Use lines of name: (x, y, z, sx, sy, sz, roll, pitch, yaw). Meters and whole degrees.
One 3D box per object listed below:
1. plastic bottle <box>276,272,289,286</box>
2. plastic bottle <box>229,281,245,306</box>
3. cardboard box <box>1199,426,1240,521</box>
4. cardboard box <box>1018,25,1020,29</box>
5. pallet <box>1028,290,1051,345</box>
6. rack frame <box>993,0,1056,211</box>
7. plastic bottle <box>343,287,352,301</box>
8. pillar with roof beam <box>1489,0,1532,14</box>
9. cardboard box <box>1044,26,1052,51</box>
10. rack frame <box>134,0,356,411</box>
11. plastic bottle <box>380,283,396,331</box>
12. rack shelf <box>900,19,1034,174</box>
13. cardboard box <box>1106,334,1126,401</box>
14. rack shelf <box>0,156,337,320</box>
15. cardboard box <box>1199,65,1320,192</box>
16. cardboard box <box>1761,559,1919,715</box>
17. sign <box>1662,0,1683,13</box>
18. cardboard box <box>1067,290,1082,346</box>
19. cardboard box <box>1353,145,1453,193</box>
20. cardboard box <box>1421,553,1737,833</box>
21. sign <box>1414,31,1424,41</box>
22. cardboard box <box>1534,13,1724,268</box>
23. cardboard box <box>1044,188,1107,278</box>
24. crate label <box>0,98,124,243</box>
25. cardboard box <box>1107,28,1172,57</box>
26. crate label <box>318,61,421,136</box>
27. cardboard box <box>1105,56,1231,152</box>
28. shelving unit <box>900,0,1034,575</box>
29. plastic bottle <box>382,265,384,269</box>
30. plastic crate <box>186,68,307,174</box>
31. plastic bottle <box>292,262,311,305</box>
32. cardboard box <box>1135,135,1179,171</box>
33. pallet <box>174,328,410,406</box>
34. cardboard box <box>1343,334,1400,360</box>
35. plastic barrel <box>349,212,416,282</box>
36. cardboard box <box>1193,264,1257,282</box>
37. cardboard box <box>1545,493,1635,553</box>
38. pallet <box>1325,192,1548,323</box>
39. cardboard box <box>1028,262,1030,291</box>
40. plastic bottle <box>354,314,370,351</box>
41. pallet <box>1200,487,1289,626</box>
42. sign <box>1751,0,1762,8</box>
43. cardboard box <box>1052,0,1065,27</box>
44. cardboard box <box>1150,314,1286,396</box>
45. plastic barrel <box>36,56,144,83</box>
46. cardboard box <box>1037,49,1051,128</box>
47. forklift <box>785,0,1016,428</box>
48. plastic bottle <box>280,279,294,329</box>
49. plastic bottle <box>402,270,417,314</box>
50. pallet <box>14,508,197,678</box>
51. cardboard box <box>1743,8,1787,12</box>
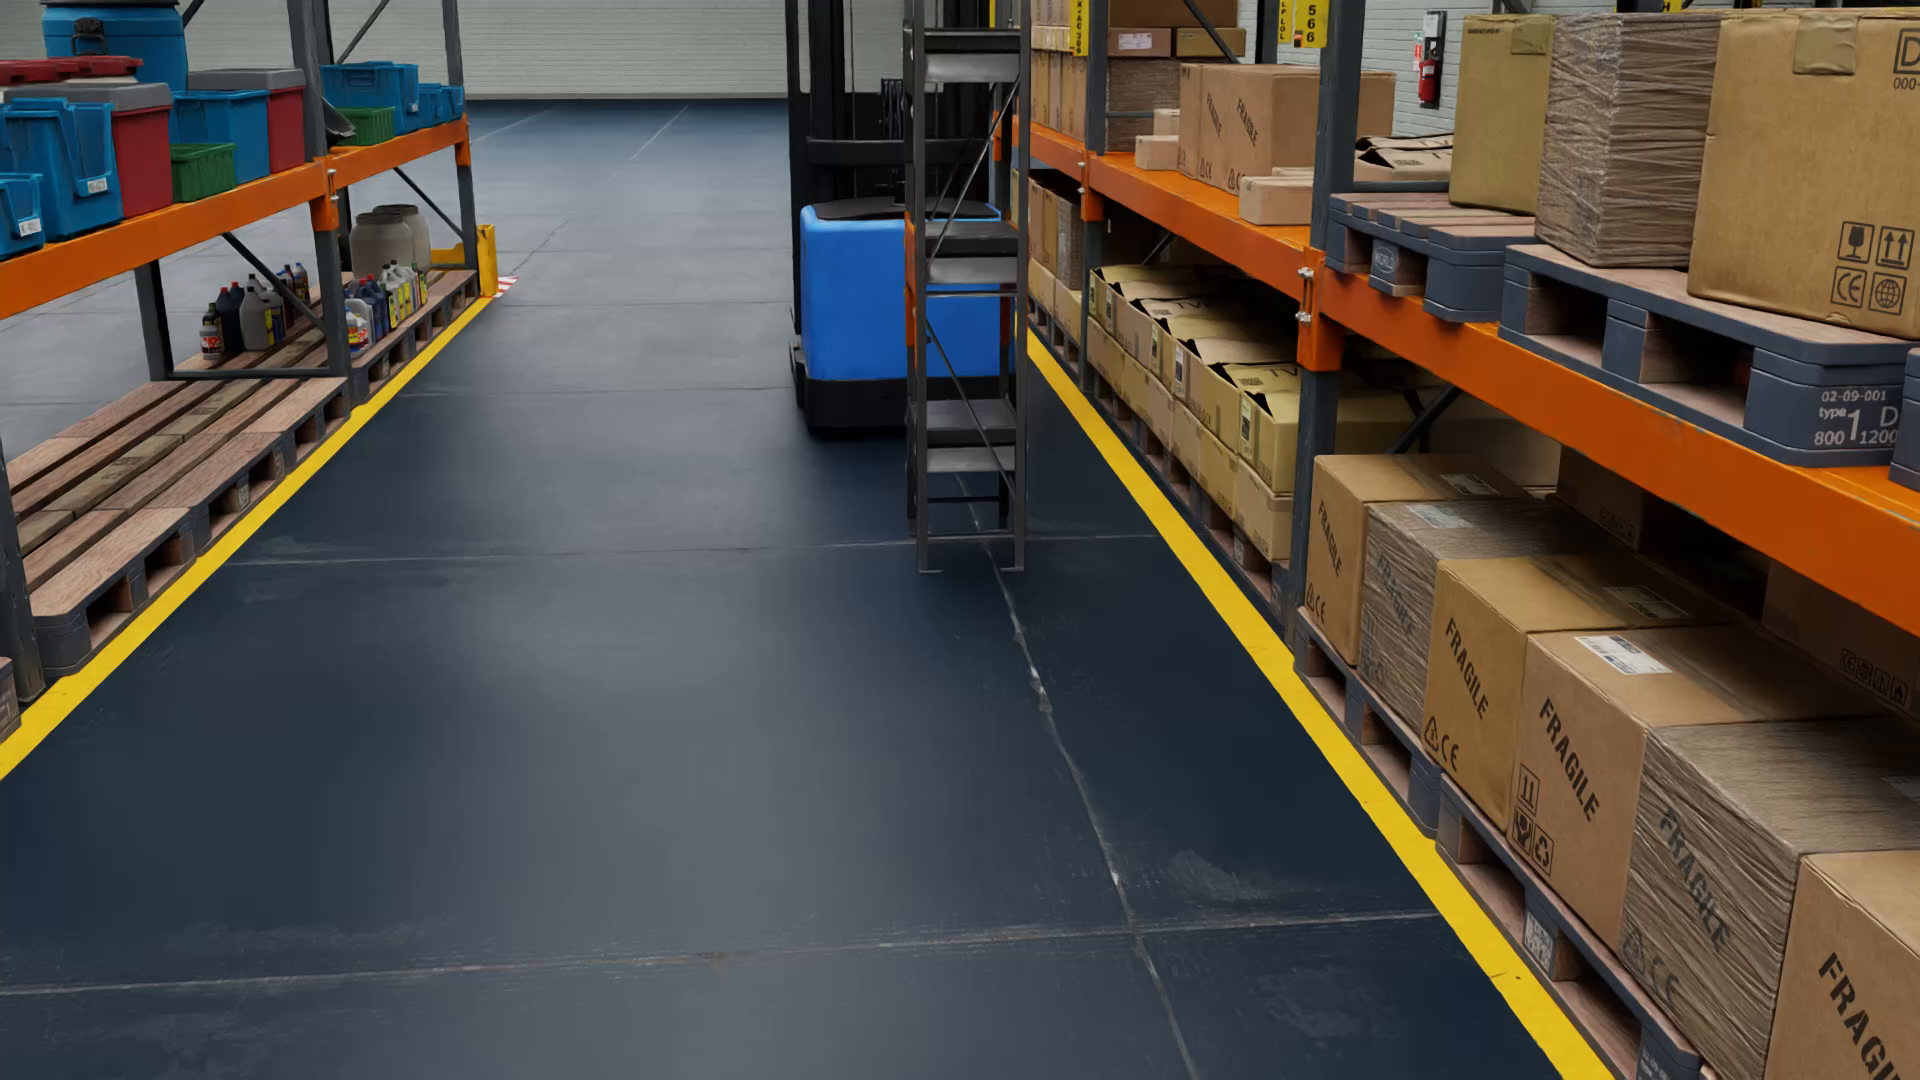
plastic bottle: (-4.241, -1.539, 10.390, 0.097, 0.271, 0.097, 0, 17, 0)
plastic bottle: (-4.124, -1.307, 9.519, 0.144, 0.351, 0.185, -3, 18, -8)
cardboard box: (1.235, -0.272, 6.424, 0.500, 0.250, 0.500, -2, 18, -6)
cardboard box: (0.620, -3.619, 11.947, 0.380, 0.149, 0.250, -2, 18, -7)
pallet: (1.007, -1.544, 11.244, 1.003, 0.211, 1.213, -2, 18, -6)
rack frame: (0.764, -3.464, 12.703, 1.000, 3.000, 0.127, -2, 18, -6)
plastic bottle: (-3.565, -1.315, 9.547, 0.144, 0.351, 0.185, -2, 18, -6)
pillar with roof beam: (1.722, -7.953, 16.986, 9.100, 9.000, 0.400, -2, 18, -6)
cardboard box: (0.748, -3.240, 10.738, 0.380, 0.149, 0.250, -2, 18, -5)
rack frame: (-3.751, -2.120, 8.423, 1.000, 3.000, 0.127, -2, 18, -6)
plastic bottle: (-3.417, -1.394, 9.911, 0.061, 0.283, 0.133, -1, 17, -3)
rack shelf: (0.017, -1.607, 6.000, 0.431, 0.518, 0.480, -2, 18, -6)
cardboard box: (1.023, -0.881, 8.363, 0.500, 0.250, 0.500, -1, 17, -4)
rack shelf: (-3.545, -1.181, 6.633, 1.077, 0.370, 4.000, -2, 18, -6)
cardboard box: (1.345, -1.784, 7.186, 0.500, 0.500, 0.500, -2, 18, -6)
cardboard box: (2.038, 0.137, 3.419, 0.500, 0.250, 0.500, -2, 18, -7)
sign: (2.128, -1.615, 5.012, 0.100, 0.325, 0.005, -2, 18, -6)
cardboard box: (0.911, -1.292, 9.674, 0.500, 0.250, 0.500, -2, 18, -6)
cardboard box: (1.595, -1.148, 5.474, 0.500, 0.311, 0.500, -1, 17, -2)
cardboard box: (1.458, 0.352, 3.987, 0.500, 0.500, 0.500, -2, 18, -6)
sign: (5.824, -6.397, 21.103, 0.001, 0.109, 0.331, -2, 18, -6)
cardboard box: (1.670, -0.866, 3.560, 0.700, 0.500, 0.500, 1, 17, 5)
cardboard box: (0.816, -1.948, 10.512, 0.500, 0.500, 0.500, -2, 18, -6)
crate label: (-3.172, -1.250, 5.591, 0.502, 0.435, 0.616, -2, 18, -6)
cardboard box: (0.935, -2.704, 9.032, 0.380, 0.149, 0.250, -2, 18, -6)
crate label: (-3.705, -2.789, 10.494, 0.502, 0.435, 0.616, -2, 18, -6)
cardboard box: (1.124, -2.452, 9.312, 0.700, 0.500, 0.500, -2, 18, -7)
shelving unit: (0.017, -0.952, 6.205, 0.431, 2.100, 0.503, -2, 18, -6)
plastic bottle: (-3.645, -1.613, 10.607, 0.061, 0.283, 0.133, -2, 18, -6)
plastic crate: (-3.397, -2.016, 7.984, 0.402, 0.464, 0.583, -2, 18, -6)
plastic bottle: (-4.287, -1.670, 10.811, 0.097, 0.271, 0.097, 0, 17, 0)
cardboard box: (1.064, -1.882, 8.084, 0.380, 0.149, 0.250, -2, 18, -6)
pallet: (-3.779, -0.991, 9.482, 1.003, 0.211, 1.213, -2, 18, -6)
cardboard box: (1.714, -0.710, 6.884, 0.500, 0.311, 0.500, -2, 18, -7)
plastic barrel: (-3.968, -1.982, 11.436, 0.421, 0.512, 0.421, 0, 17, 0)
cardboard box: (1.503, -1.316, 8.816, 0.500, 0.311, 0.500, -2, 18, -6)
cardboard box: (1.919, 0.174, 4.555, 0.500, 0.500, 0.500, -1, 17, -3)
pallet: (1.728, -0.789, 4.503, 1.213, 0.211, 1.003, -2, 18, -6)
cardboard box: (0.704, -1.888, 11.572, 0.500, 0.250, 0.500, -2, 18, -6)
plastic bottle: (-3.369, -1.164, 9.315, 0.097, 0.201, 0.097, 0, 17, 0)
pallet: (1.543, 0.003, 6.314, 1.003, 0.211, 1.213, -2, 18, -6)
sign: (6.245, -4.333, 13.009, 0.100, 0.325, 0.005, -2, 18, -6)
cardboard box: (0.969, -3.519, 10.547, 0.700, 0.500, 0.500, -2, 18, -6)
cardboard box: (1.131, -0.839, 7.296, 0.500, 0.311, 0.500, -1, 17, -4)
plastic barrel: (-3.871, -1.893, 7.473, 0.433, 0.535, 0.433, 0, 17, 0)
cardboard box: (0.903, -3.068, 11.274, 0.700, 0.500, 0.500, -2, 18, -5)
forklift: (-0.418, -2.346, 9.256, 1.130, 2.935, 3.031, -2, 18, -7)
plastic bottle: (-4.064, -1.423, 10.001, 0.061, 0.283, 0.133, -2, 18, -6)
plastic bottle: (-3.525, -1.572, 10.488, 0.152, 0.276, 0.135, -2, 18, -7)
pallet: (-3.380, 0.170, 5.784, 1.003, 0.211, 1.213, -2, 18, -6)
cardboard box: (5.594, -3.307, 11.169, 0.500, 0.500, 0.500, -1, 17, -4)
